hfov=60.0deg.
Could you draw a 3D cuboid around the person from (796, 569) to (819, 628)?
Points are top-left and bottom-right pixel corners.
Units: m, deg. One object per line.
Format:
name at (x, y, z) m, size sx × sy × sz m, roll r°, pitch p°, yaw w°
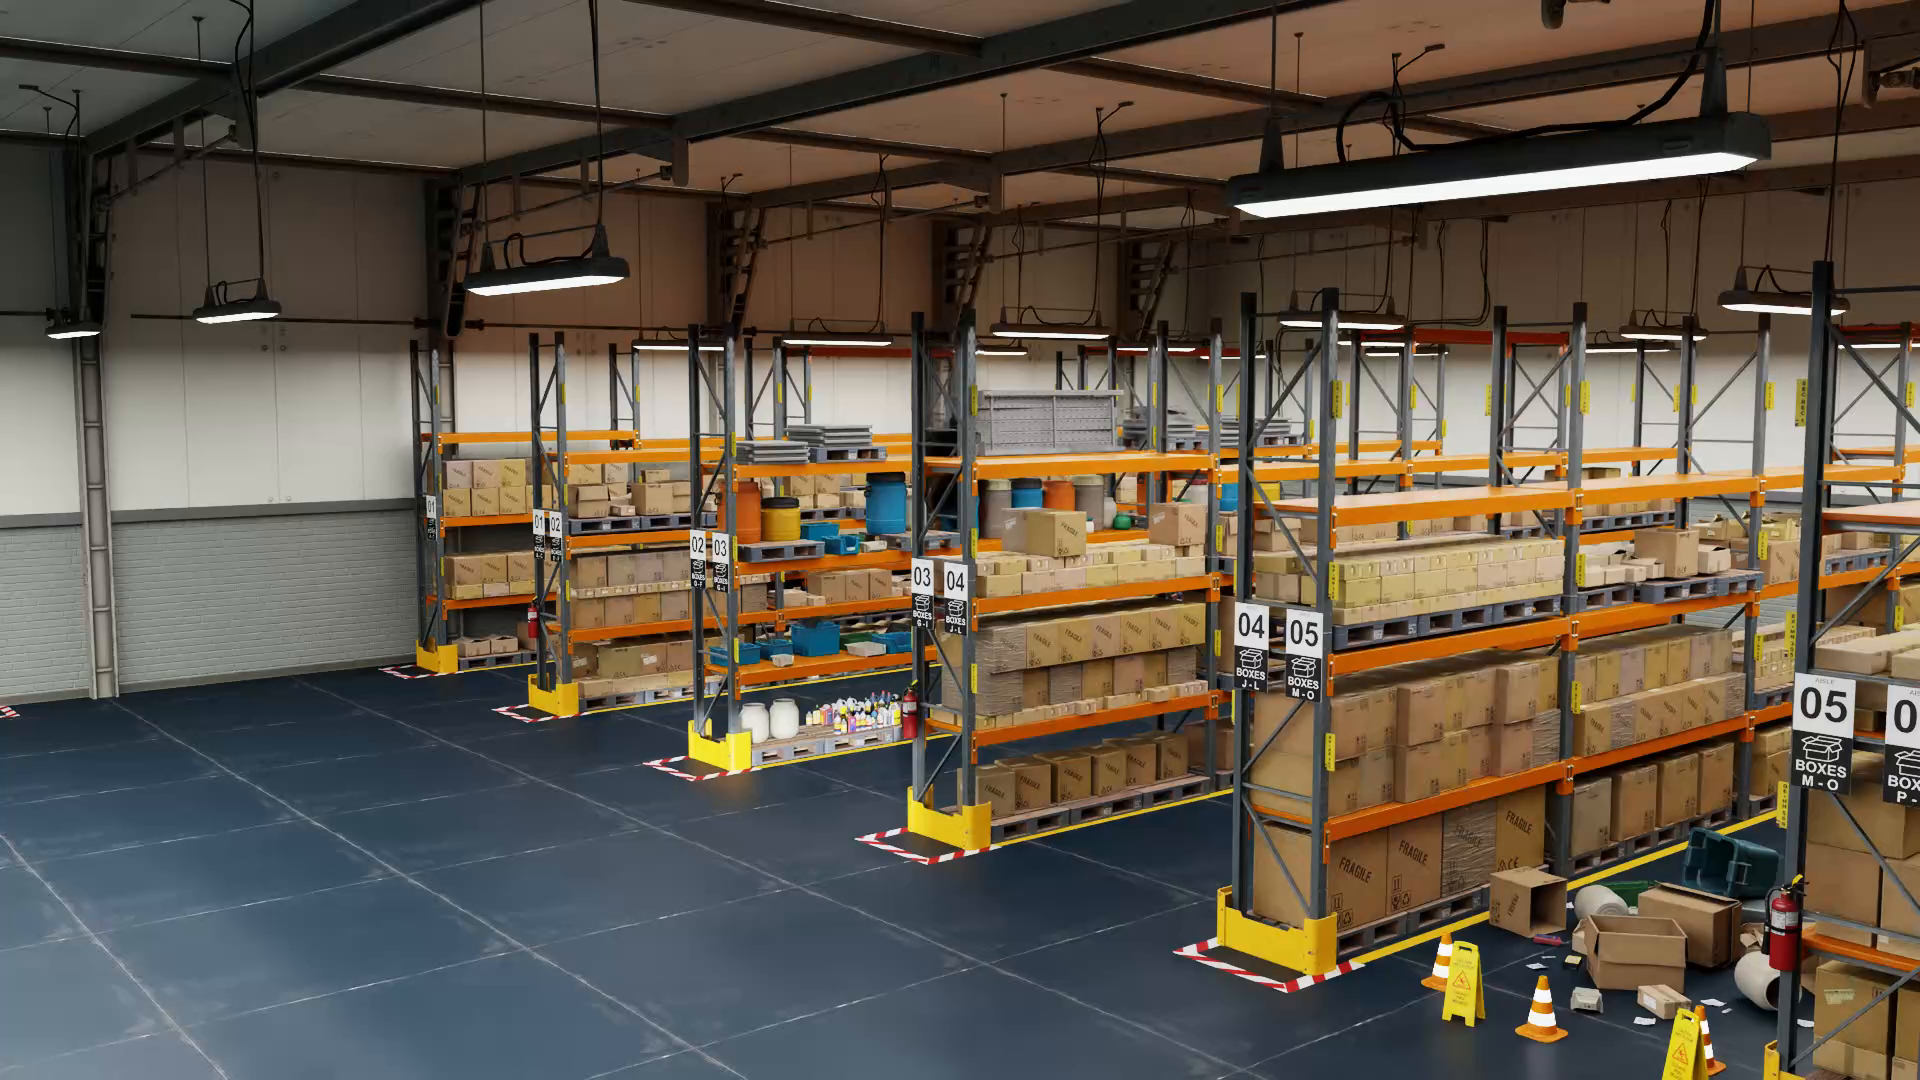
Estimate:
person at (-2.915, 1.372, 32.098) m, size 0.550 × 1.626 × 0.646 m, roll 4°, pitch 7°, yaw 36°
